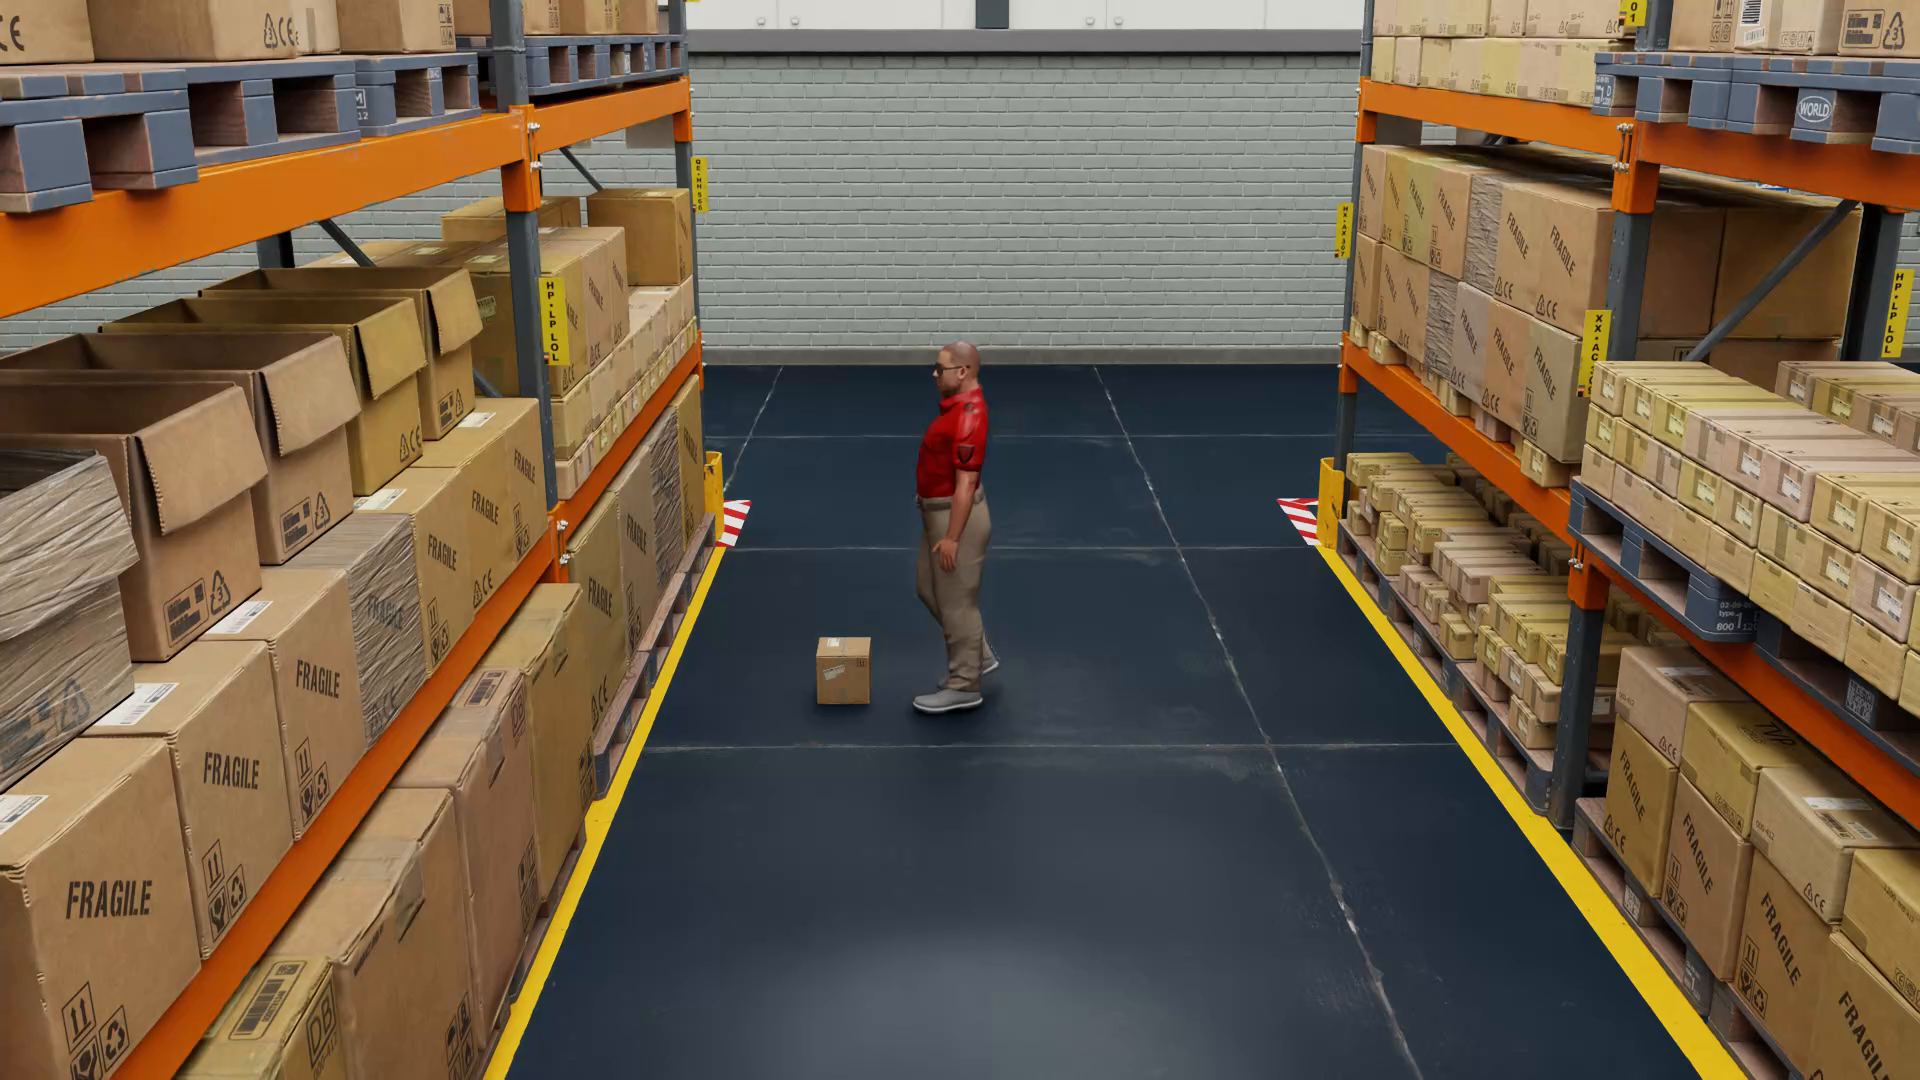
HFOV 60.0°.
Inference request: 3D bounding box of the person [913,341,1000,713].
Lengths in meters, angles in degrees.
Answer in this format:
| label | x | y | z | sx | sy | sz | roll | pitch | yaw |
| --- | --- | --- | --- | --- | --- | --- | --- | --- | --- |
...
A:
| label | x | y | z | sx | sy | sz | roll | pitch | yaw |
| --- | --- | --- | --- | --- | --- | --- | --- | --- | --- |
| person | -0.014 | -0.065 | 7.751 | 0.416 | 1.737 | 0.552 | 0 | 17 | 0 |
